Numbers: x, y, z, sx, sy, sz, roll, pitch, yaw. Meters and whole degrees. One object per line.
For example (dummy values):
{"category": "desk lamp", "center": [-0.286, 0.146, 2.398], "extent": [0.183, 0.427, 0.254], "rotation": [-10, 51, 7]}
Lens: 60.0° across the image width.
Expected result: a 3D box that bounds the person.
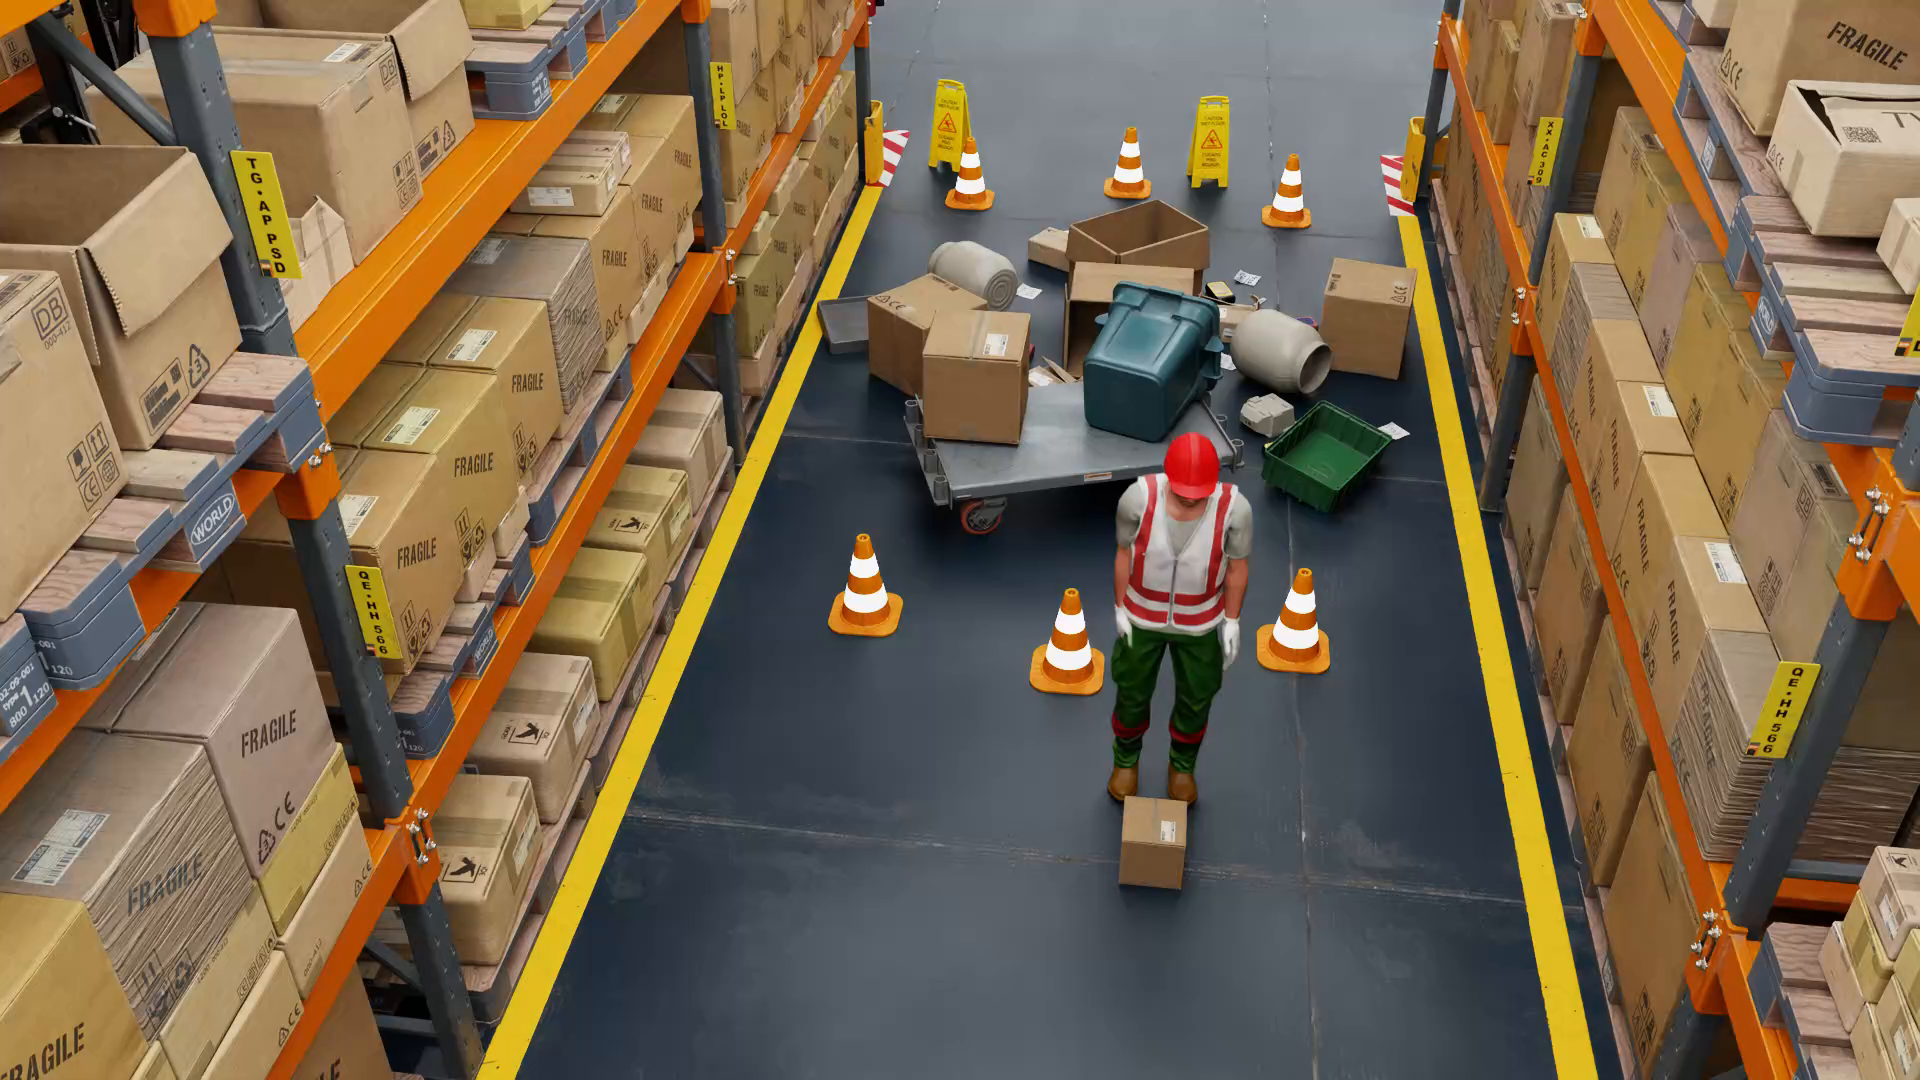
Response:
{"category": "person", "center": [0.855, 0.322, 6.589], "extent": [0.531, 1.770, 0.377], "rotation": [5, 36, 7]}
